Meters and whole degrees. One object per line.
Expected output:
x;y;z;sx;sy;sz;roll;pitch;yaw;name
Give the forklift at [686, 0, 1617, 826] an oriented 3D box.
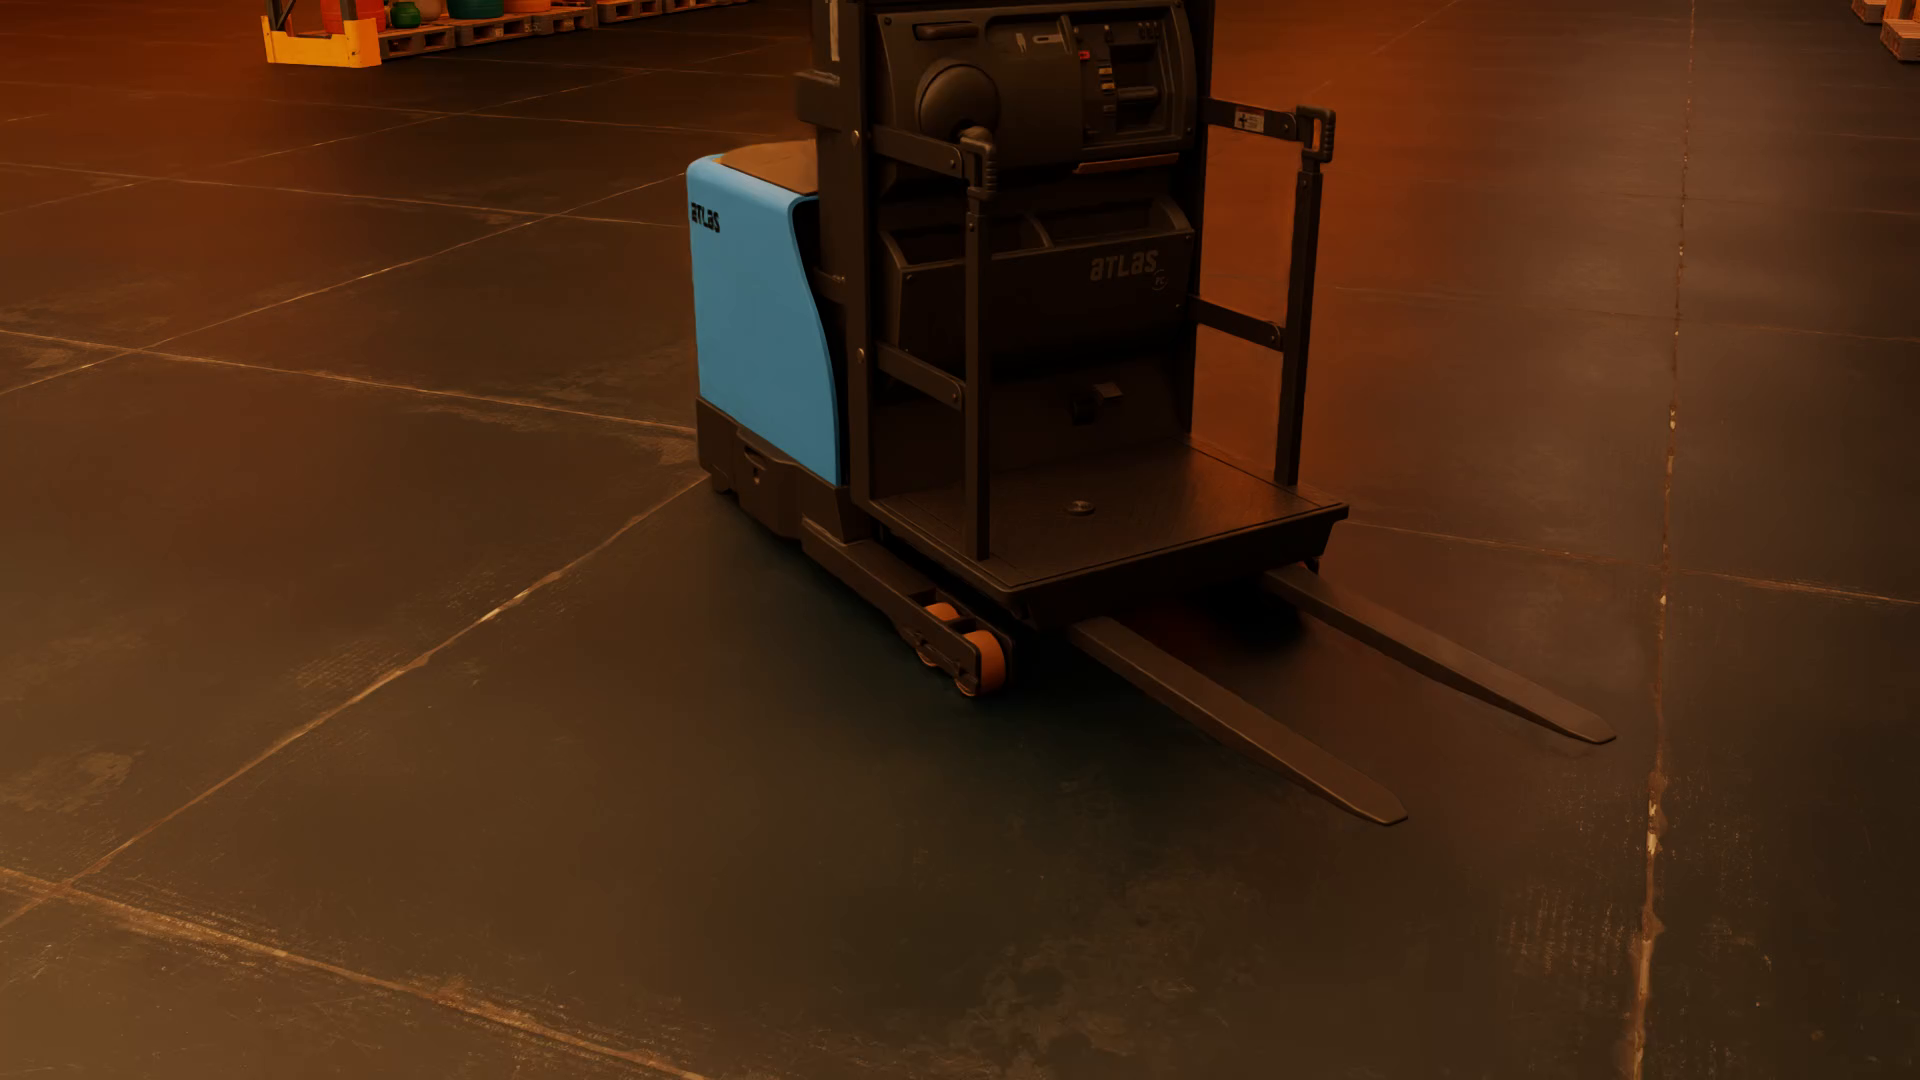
0.326;-1.165;4.079;1.130;2.935;3.031;-13;26;-28;forklift
